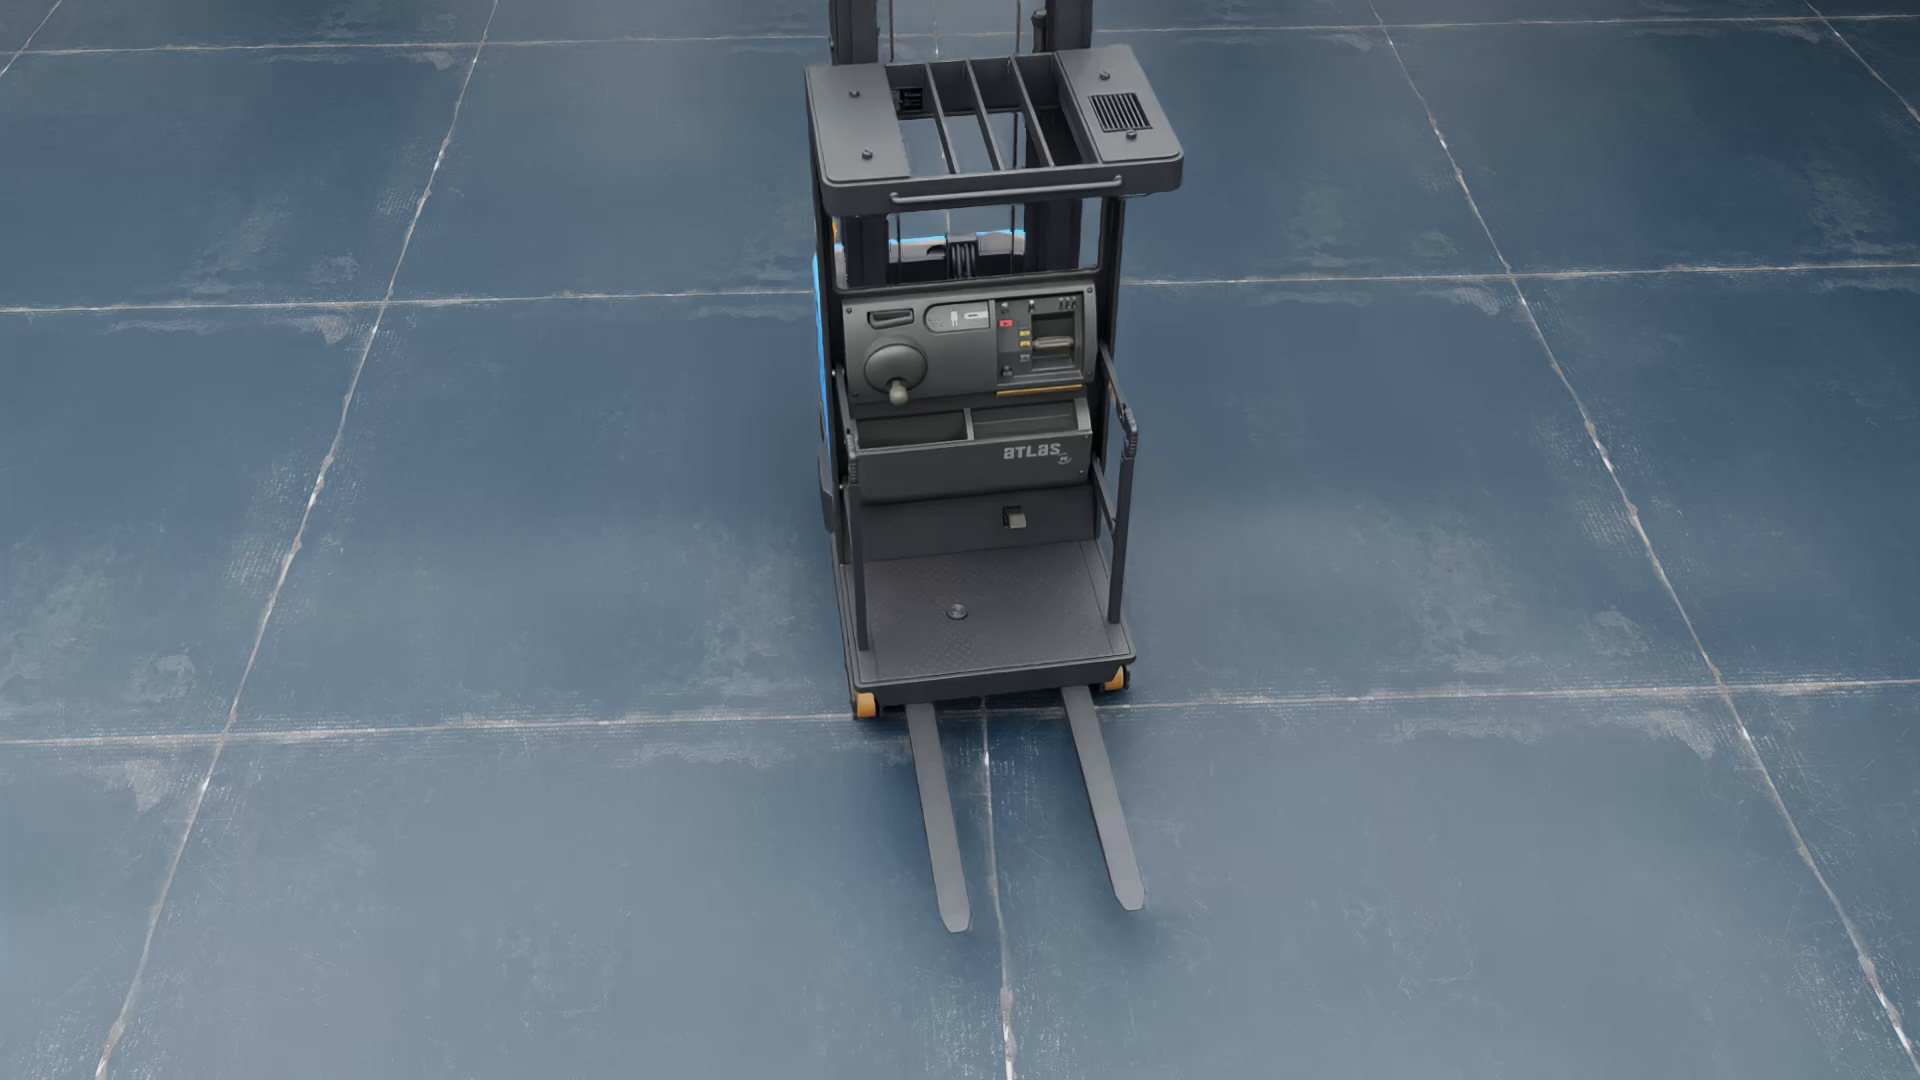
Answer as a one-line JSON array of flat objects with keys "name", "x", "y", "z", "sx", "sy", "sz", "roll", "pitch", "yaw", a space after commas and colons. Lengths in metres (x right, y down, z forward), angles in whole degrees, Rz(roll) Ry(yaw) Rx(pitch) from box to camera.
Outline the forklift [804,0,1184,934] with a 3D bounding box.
[{"name": "forklift", "x": 0.074, "y": -0.633, "z": 5.921, "sx": 1.130, "sy": 2.935, "sz": 3.031, "roll": -6, "pitch": 43, "yaw": -6}]

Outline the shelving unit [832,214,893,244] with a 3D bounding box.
[{"name": "shelving unit", "x": -0.437, "y": -1.127, "z": 7.730, "sx": 0.258, "sy": 1.200, "sz": 0.189, "roll": -10, "pitch": 33, "yaw": -11}]

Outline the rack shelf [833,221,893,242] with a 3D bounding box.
[{"name": "rack shelf", "x": -0.451, "y": -1.393, "z": 7.560, "sx": 0.258, "sy": 0.103, "sz": 0.180, "roll": -10, "pitch": 33, "yaw": -11}]

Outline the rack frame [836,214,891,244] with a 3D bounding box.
[{"name": "rack frame", "x": -0.414, "y": -1.081, "z": 7.655, "sx": 0.240, "sy": 1.200, "sz": 0.006, "roll": -10, "pitch": 33, "yaw": -11}]

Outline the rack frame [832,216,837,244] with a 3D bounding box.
[{"name": "rack frame", "x": -0.460, "y": -1.174, "z": 7.805, "sx": 0.240, "sy": 1.200, "sz": 0.006, "roll": -10, "pitch": 33, "yaw": -11}]
